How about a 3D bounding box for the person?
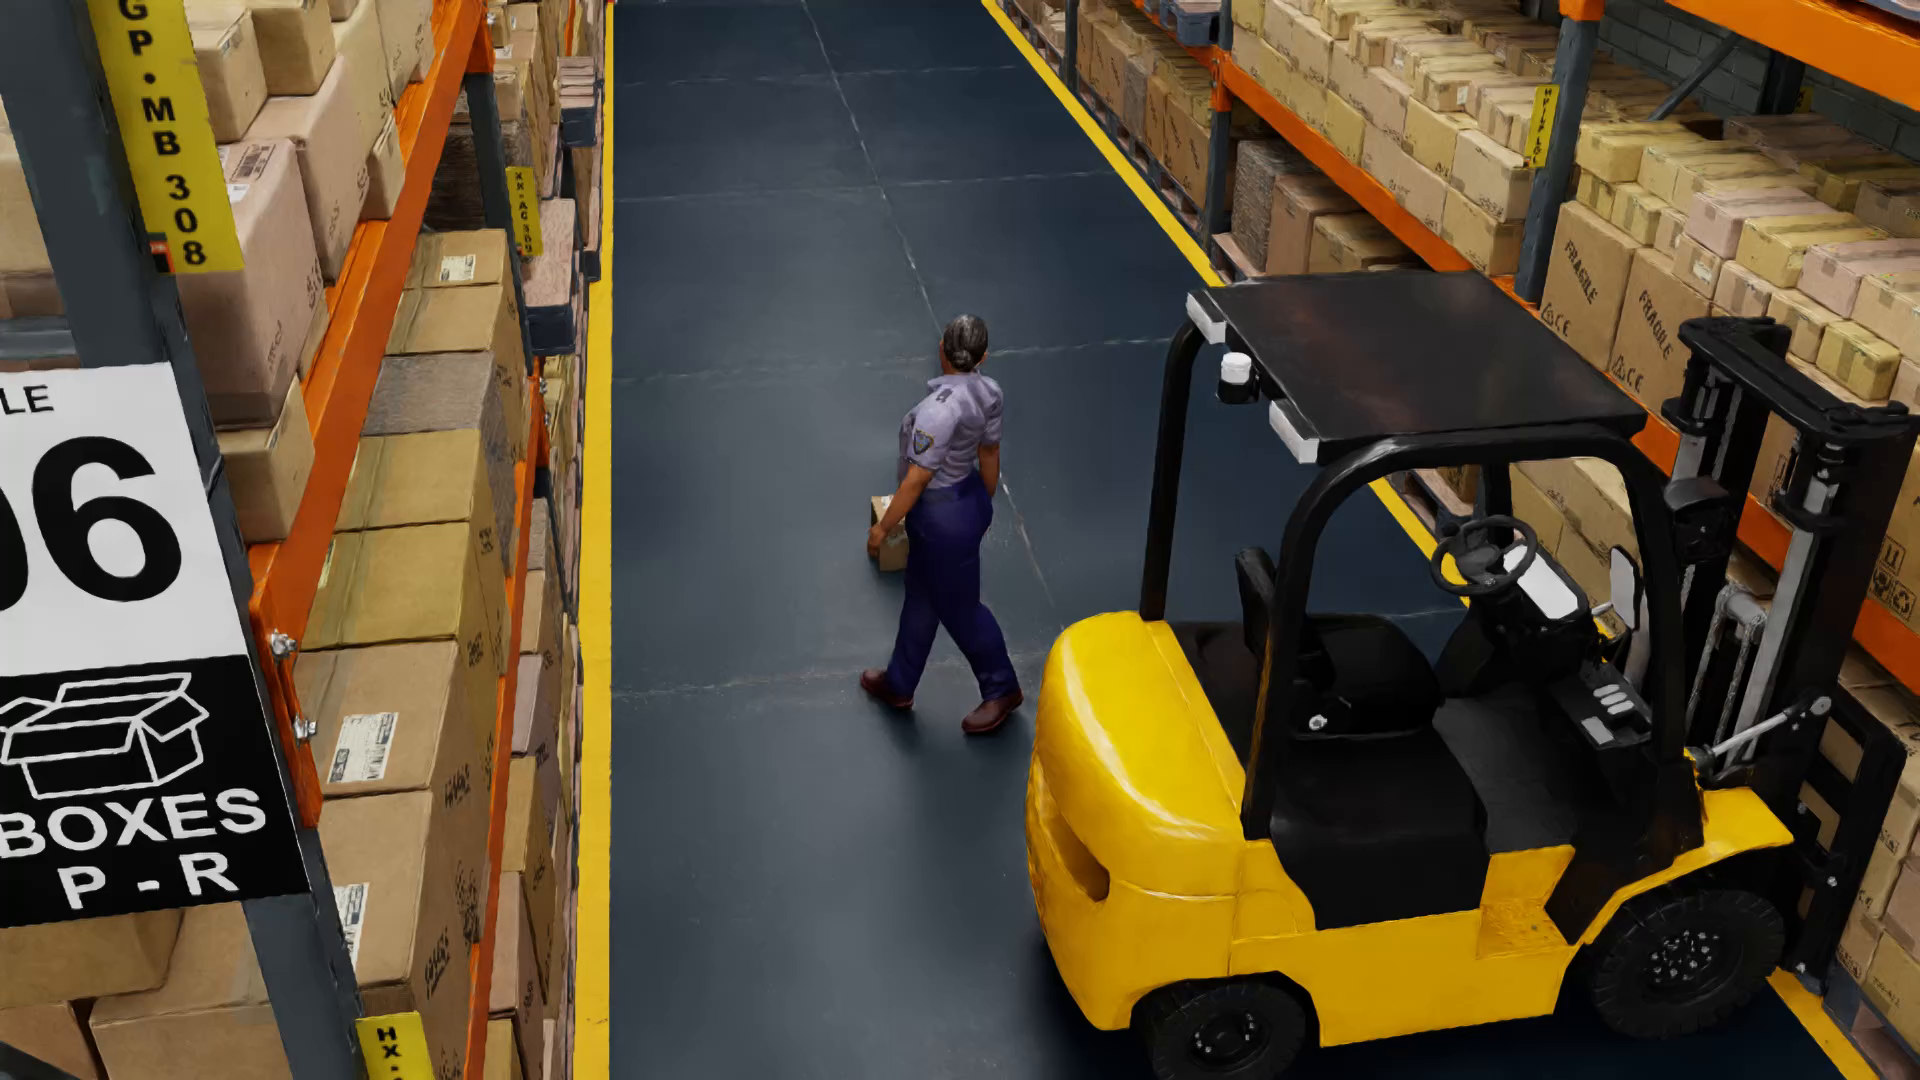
[{"bbox_3d":[-0.073,-0.066,6.302,0.681,1.606,0.528,8,32,13],"label":"person"}]
